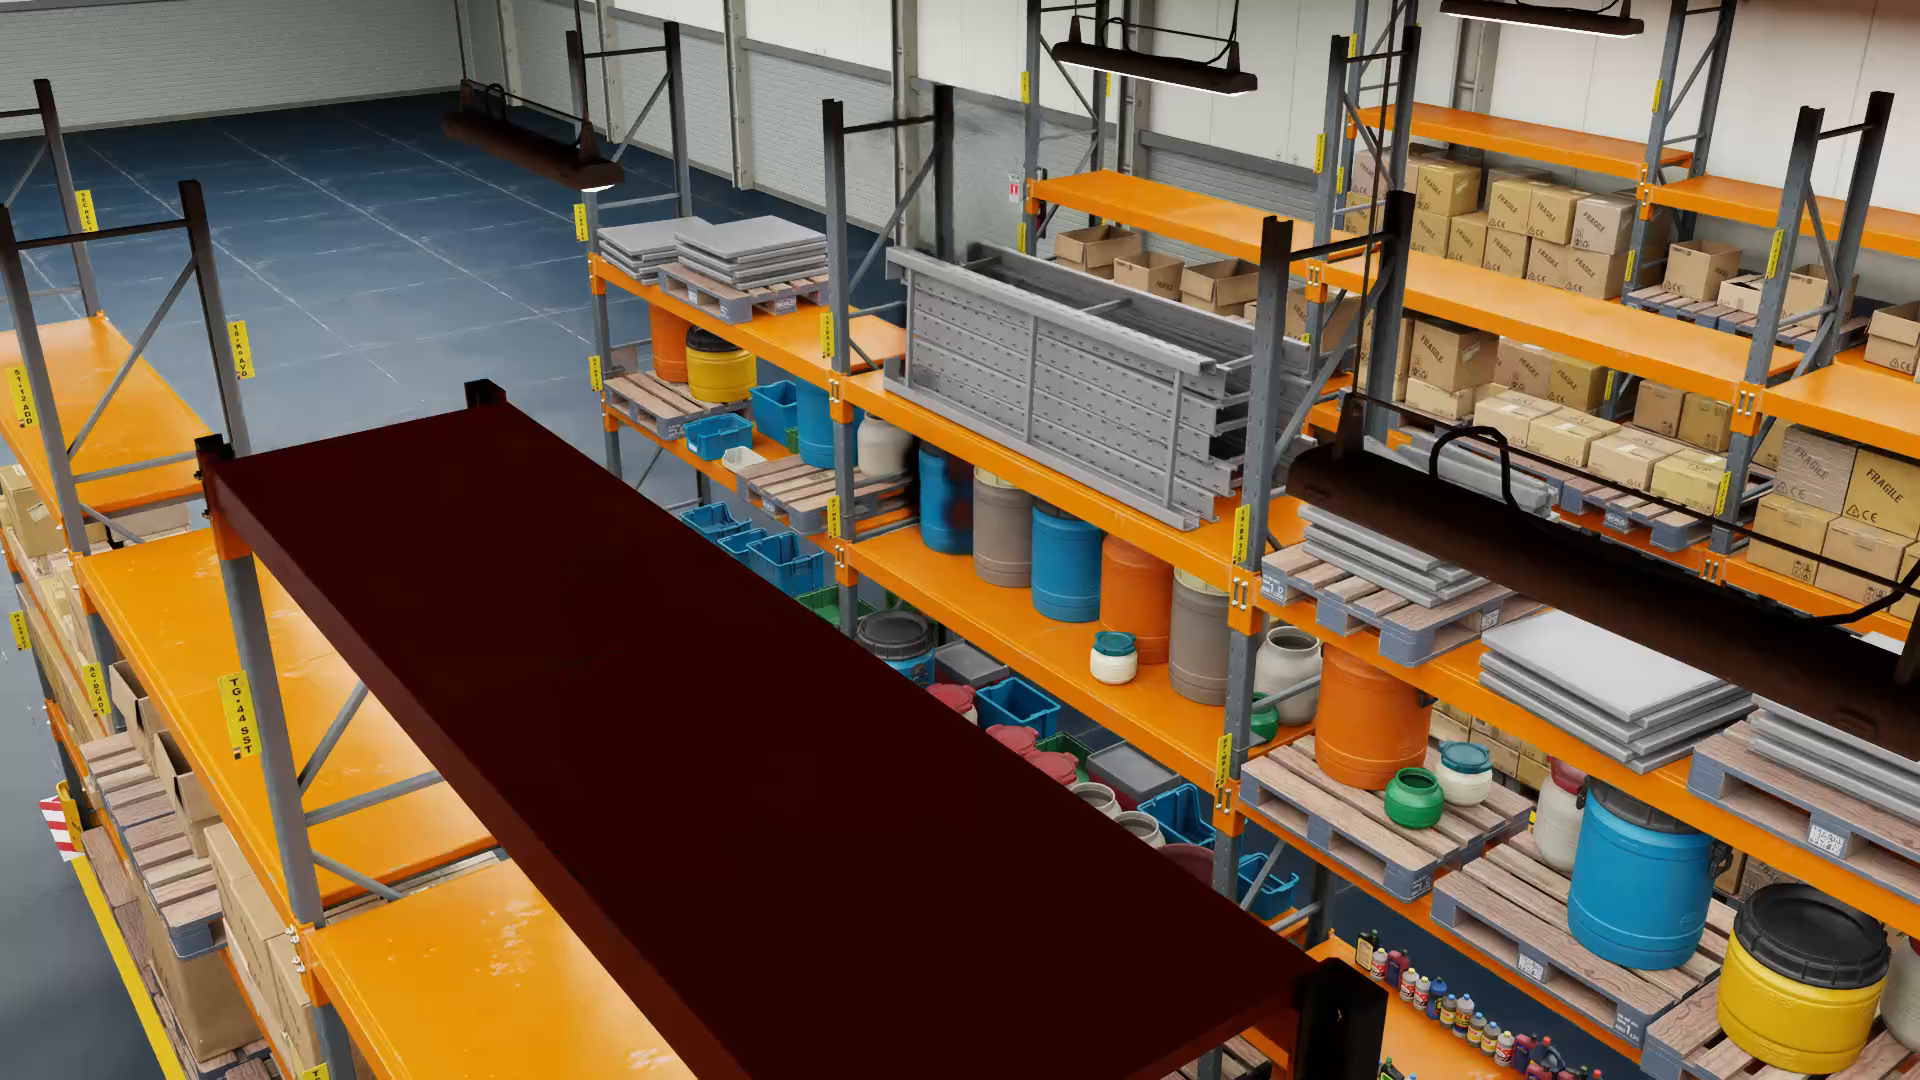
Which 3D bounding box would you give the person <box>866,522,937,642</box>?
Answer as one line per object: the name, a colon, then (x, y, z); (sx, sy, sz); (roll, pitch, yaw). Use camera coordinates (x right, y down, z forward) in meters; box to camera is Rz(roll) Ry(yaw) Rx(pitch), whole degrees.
person: (-0.544, 0.259, 16.292); (0.981, 1.792, 0.656); (12, 28, 25)
